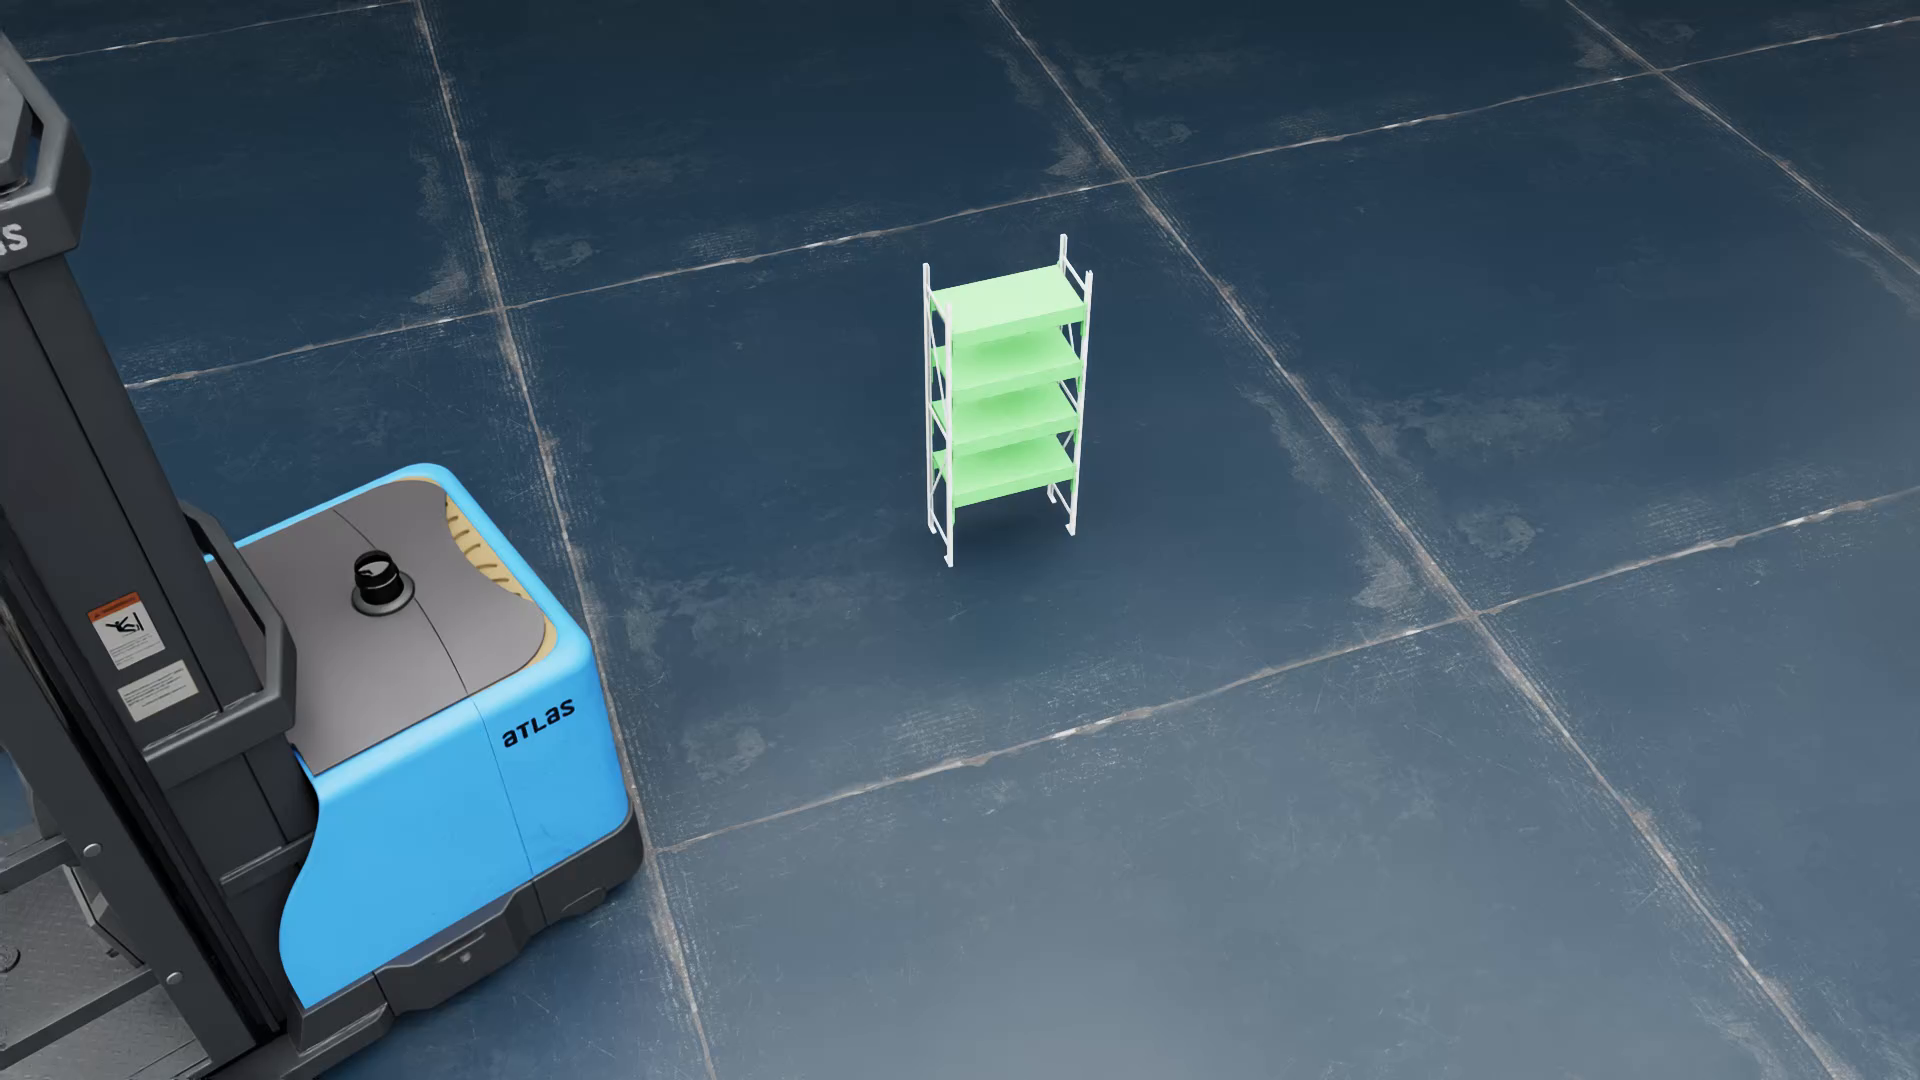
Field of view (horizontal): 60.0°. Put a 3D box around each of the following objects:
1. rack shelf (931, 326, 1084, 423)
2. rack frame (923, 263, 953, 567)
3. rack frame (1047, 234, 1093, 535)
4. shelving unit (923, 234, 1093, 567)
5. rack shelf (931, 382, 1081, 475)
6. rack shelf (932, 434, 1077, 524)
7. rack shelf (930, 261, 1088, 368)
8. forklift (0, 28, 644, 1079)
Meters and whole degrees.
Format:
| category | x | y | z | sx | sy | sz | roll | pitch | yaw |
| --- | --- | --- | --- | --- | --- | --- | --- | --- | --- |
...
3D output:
| category | x | y | z | sx | sy | sz | roll | pitch | yaw |
| --- | --- | --- | --- | --- | --- | --- | --- | --- | --- |
| rack shelf | 0.156 | -0.588 | 5.740 | 0.480 | 0.148 | 0.258 | -14 | 47 | -14 |
| rack frame | -0.074 | -0.405 | 5.806 | 0.015 | 1.200 | 0.240 | -14 | 47 | -14 |
| rack frame | 0.385 | -0.522 | 5.923 | 0.015 | 1.200 | 0.240 | -14 | 47 | -14 |
| shelving unit | 0.156 | -0.463 | 5.865 | 0.503 | 1.200 | 0.258 | -14 | 47 | -14 |
| rack shelf | 0.156 | -0.418 | 5.910 | 0.480 | 0.148 | 0.258 | -14 | 47 | -14 |
| rack shelf | 0.156 | -0.249 | 6.080 | 0.480 | 0.148 | 0.258 | -14 | 47 | -14 |
| rack shelf | 0.156 | -0.757 | 5.570 | 0.480 | 0.148 | 0.258 | -14 | 47 | -14 |
| forklift | -2.457 | 0.377 | 3.805 | 3.031 | 2.935 | 1.130 | -29 | 52 | -26 |
